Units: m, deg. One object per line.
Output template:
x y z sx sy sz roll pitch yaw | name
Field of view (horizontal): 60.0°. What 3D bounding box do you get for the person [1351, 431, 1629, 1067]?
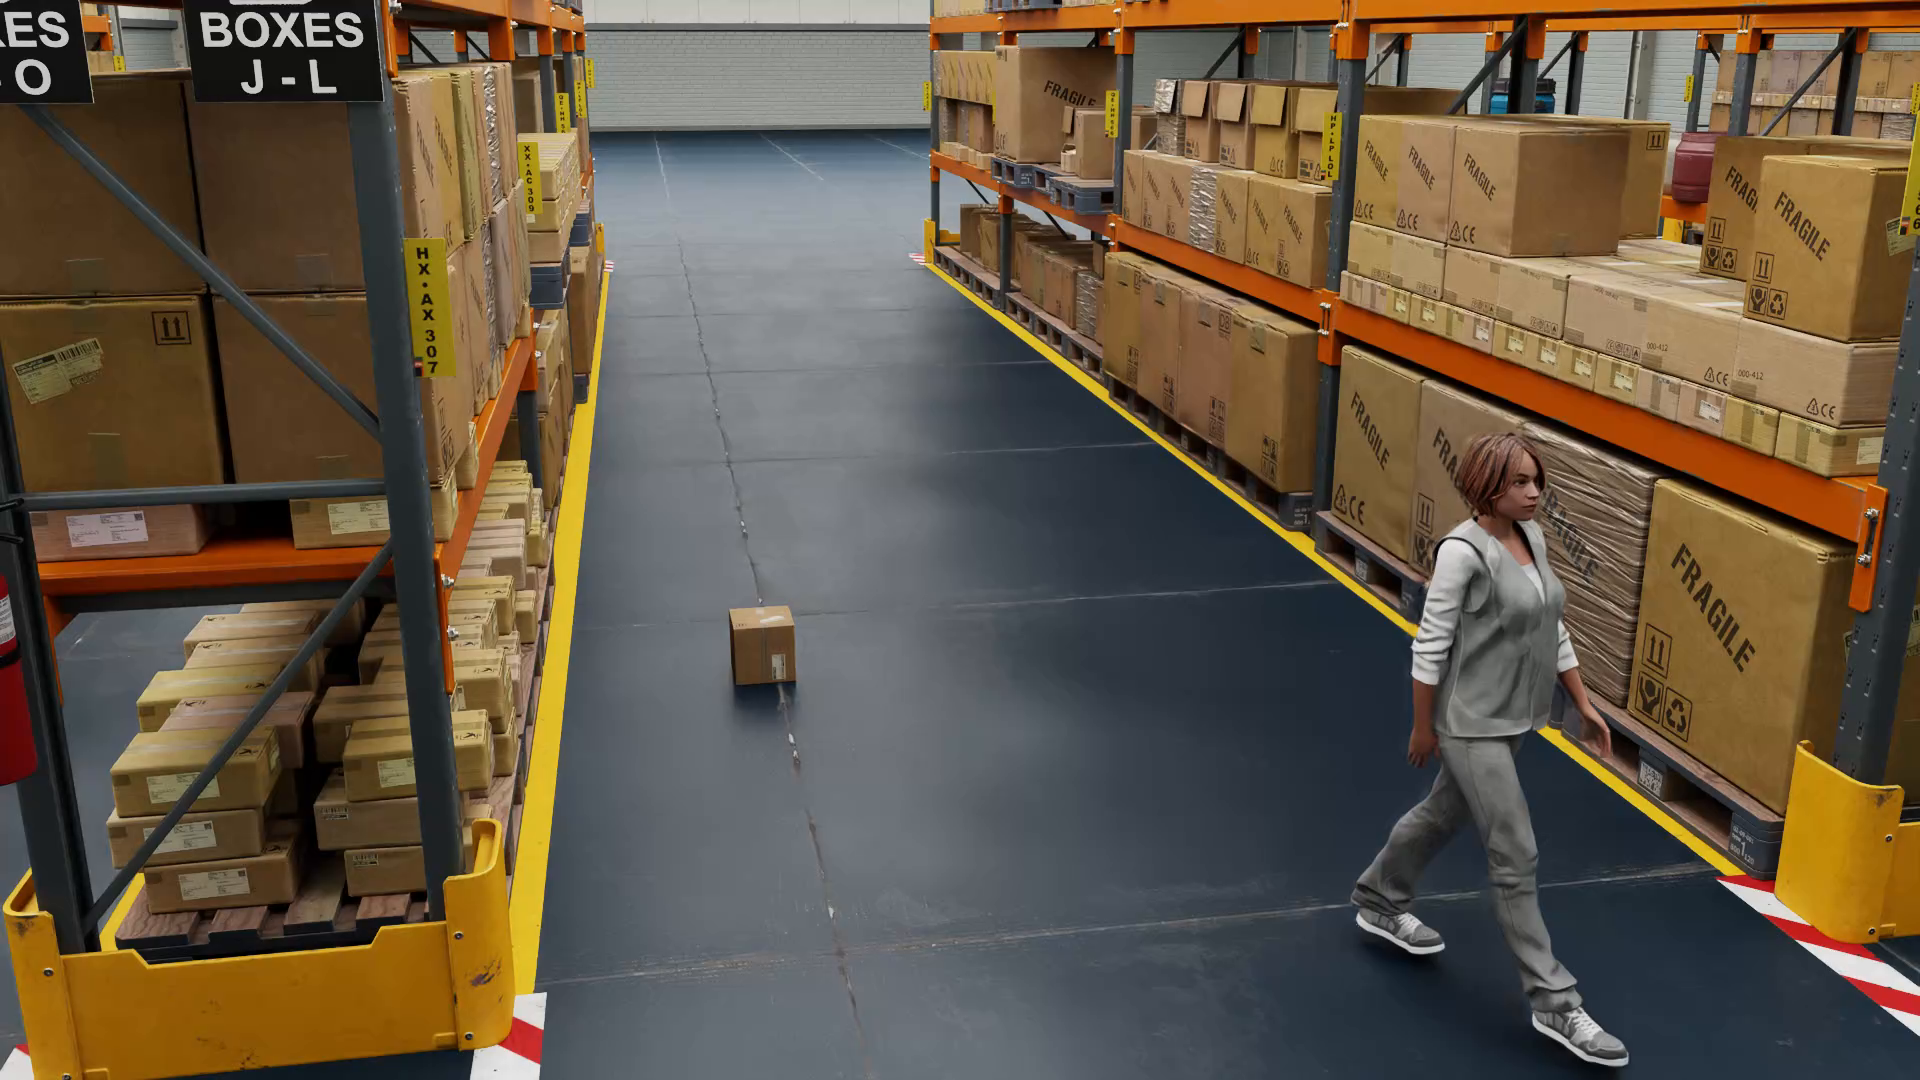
1.466 0.488 4.381 0.423 1.551 0.899 -16 23 -42 | person
